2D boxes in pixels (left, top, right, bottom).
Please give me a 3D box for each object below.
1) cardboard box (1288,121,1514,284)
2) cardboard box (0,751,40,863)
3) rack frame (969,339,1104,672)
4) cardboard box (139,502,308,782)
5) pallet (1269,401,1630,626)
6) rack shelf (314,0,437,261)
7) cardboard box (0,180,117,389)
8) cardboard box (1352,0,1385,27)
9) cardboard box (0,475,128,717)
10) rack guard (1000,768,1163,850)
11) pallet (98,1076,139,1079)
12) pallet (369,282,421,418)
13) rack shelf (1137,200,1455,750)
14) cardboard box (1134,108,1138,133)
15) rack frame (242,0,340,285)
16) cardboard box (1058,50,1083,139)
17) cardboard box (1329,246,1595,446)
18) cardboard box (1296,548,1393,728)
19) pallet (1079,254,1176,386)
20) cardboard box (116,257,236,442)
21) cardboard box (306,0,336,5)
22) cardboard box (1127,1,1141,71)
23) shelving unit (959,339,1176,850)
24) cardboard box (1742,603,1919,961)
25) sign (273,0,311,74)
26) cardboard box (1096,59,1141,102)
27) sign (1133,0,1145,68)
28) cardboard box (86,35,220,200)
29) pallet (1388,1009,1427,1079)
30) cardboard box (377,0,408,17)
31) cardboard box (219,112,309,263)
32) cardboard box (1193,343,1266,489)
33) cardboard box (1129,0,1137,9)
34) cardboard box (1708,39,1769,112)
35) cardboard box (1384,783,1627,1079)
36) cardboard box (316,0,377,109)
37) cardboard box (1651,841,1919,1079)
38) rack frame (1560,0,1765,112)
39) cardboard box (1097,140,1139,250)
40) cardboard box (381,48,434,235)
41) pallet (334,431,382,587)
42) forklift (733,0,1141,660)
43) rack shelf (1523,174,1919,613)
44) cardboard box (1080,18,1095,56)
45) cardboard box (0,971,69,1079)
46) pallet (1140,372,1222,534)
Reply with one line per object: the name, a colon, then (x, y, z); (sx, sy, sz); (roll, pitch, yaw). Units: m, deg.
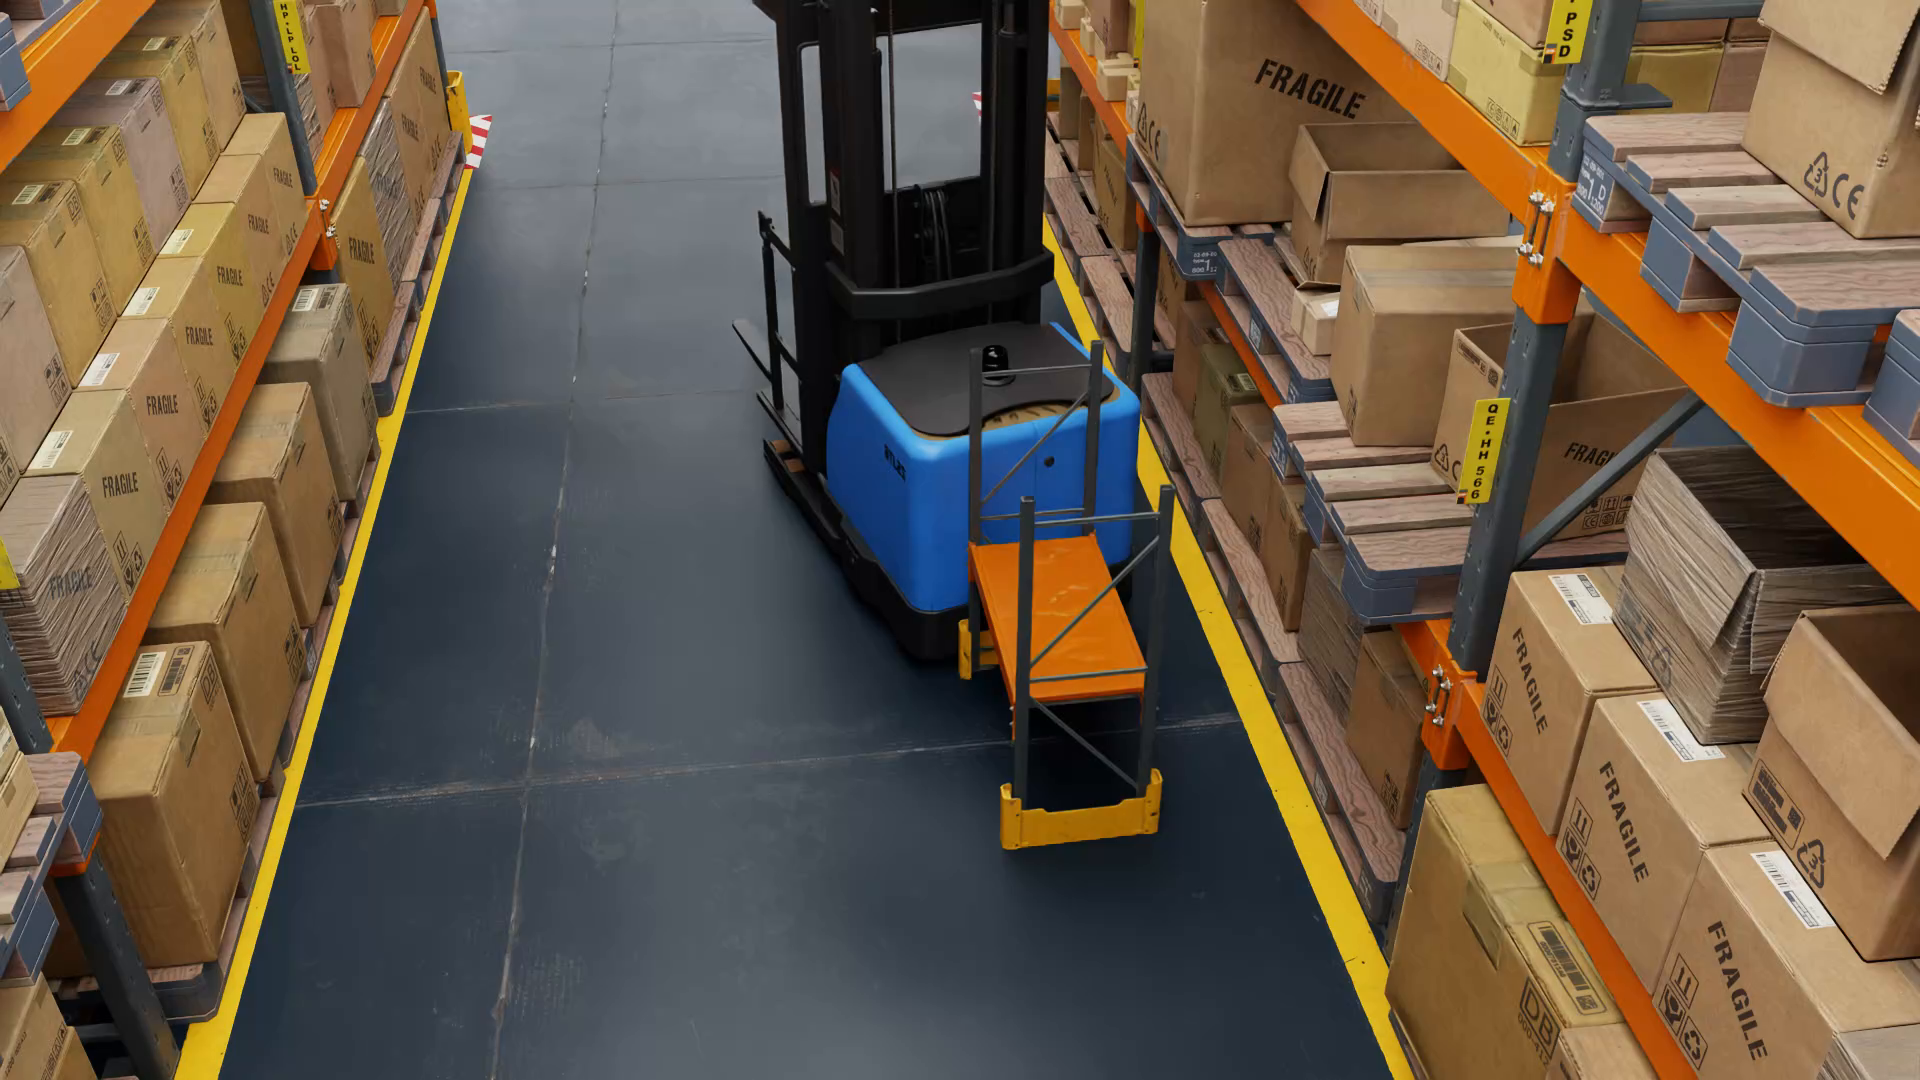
cardboard box: (1.733, -1.325, 6.566); (0.797, 0.503, 0.637); (-1, 34, -1)
cardboard box: (-2.460, 0.653, 3.978); (0.380, 0.149, 0.250); (-4, 34, -6)
rack frame: (0.285, -0.097, 6.560); (0.500, 1.500, 0.032); (-5, 35, -7)
cardboard box: (-3.096, 0.404, 6.118); (1.050, 0.750, 0.750); (-4, 34, -6)
pallet: (1.745, -0.147, 5.473); (1.213, 0.211, 1.003); (-4, 35, -6)
rack shelf: (-3.789, -2.569, 9.494); (1.077, 0.370, 4.000); (-4, 35, -6)
cardboard box: (-3.173, -0.792, 5.271); (0.700, 0.500, 0.500); (-5, 35, -7)
cardboard box: (1.494, -1.817, 5.223); (0.500, 0.250, 0.500); (-3, 34, -5)
cardboard box: (-2.775, 0.170, 4.748); (0.500, 0.500, 0.500); (-4, 34, -6)
rack guard: (0.441, 0.984, 6.083); (0.587, 0.250, 0.087); (-5, 35, -7)
pallet: (-2.878, 2.071, 4.524); (1.003, 0.211, 1.213); (-4, 35, -6)
pallet: (-3.545, -1.028, 9.071); (1.003, 0.211, 1.213); (-4, 35, -6)
rack shelf: (1.677, -0.656, 6.687); (1.077, 0.370, 4.000); (-4, 35, -6)
cardboard box: (1.088, -2.063, 8.337); (0.380, 0.149, 0.250); (-4, 35, -6)
rack frame: (-3.520, -1.750, 7.654); (1.000, 3.000, 0.127); (-4, 35, -6)
cardboard box: (0.938, -3.092, 11.470); (0.500, 0.500, 0.500); (2, 34, 2)
cardboard box: (1.660, -0.654, 5.584); (0.700, 0.500, 0.500); (0, 34, 1)
cardboard box: (1.749, 0.333, 6.426); (0.700, 0.500, 0.500); (-7, 35, -10)
pallet: (1.283, -1.289, 9.454); (1.003, 0.211, 1.213); (-4, 35, -6)
cardboard box: (-2.978, -0.673, 5.985); (0.500, 0.500, 0.500); (-5, 35, -7)
cardboard box: (-3.661, -3.076, 8.508); (0.875, 0.550, 0.550); (-4, 35, -6)
cardboard box: (1.377, -2.771, 8.799); (0.875, 0.500, 0.500); (-4, 35, -6)
shelving unit: (0.364, 0.191, 6.138); (0.587, 1.500, 1.083); (-5, 35, -7)
cardboard box: (2.114, 0.480, 3.402); (0.797, 0.503, 0.637); (-4, 34, -5)
sign: (-2.984, -2.242, 7.418); (0.100, 0.325, 0.005); (-4, 35, -6)
cardboard box: (0.946, -2.478, 8.946); (0.380, 0.149, 0.250); (-4, 35, -6)
sign: (0.872, -2.381, 7.812); (0.100, 0.325, 0.005); (-4, 35, -6)
cardboard box: (-3.376, -1.641, 6.517); (0.700, 0.500, 0.500); (-5, 35, -7)
pallet: (1.978, 1.761, 4.978); (1.003, 0.211, 1.213); (-4, 35, -6)
cardboard box: (-3.868, -3.535, 10.140); (0.875, 0.550, 0.550); (-4, 35, -6)
cardboard box: (-3.185, -1.520, 7.228); (0.500, 0.500, 0.500); (-5, 35, -7)
cardboard box: (1.515, -0.606, 7.805); (0.700, 0.500, 0.500); (-5, 35, -7)
cardboard box: (1.075, -2.877, 8.067); (0.500, 0.500, 0.500); (-4, 35, -6)
cardboard box: (2.135, -1.296, 4.458); (0.500, 0.250, 0.500); (-4, 34, -6)
cardboard box: (2.019, 1.254, 4.760); (1.225, 0.875, 0.875); (-6, 35, -9)
cardboard box: (-3.634, -2.632, 8.816); (0.875, 0.550, 0.550); (-4, 35, -6)
cardboard box: (1.886, 0.987, 3.549); (0.500, 0.500, 0.500); (-5, 35, -7)
rack frame: (1.946, -2.316, 3.158); (1.000, 3.000, 0.127); (-4, 35, -6)
cardboard box: (1.148, -2.095, 10.008); (0.500, 0.500, 0.500); (-7, 35, -11)
cardboard box: (-3.781, -2.413, 10.141); (0.875, 0.875, 0.875); (-5, 35, -7)
pallet: (-3.342, -0.173, 7.816); (1.003, 0.211, 1.213); (-4, 35, -6)
forklift: (-0.318, -1.534, 7.398); (1.130, 2.935, 3.031); (-14, 37, -20)
rack shelf: (2.215, 0.337, 2.567); (1.077, 0.370, 4.000); (-4, 35, -6)
cardboard box: (0.901, -2.901, 9.566); (0.380, 0.149, 0.250); (-4, 35, -6)
cardboard box: (-2.630, 1.394, 4.222); (0.500, 0.250, 0.500); (-5, 35, -8)
pallet: (1.515, -0.482, 8.270); (1.003, 0.211, 1.213); (-4, 35, -6)
